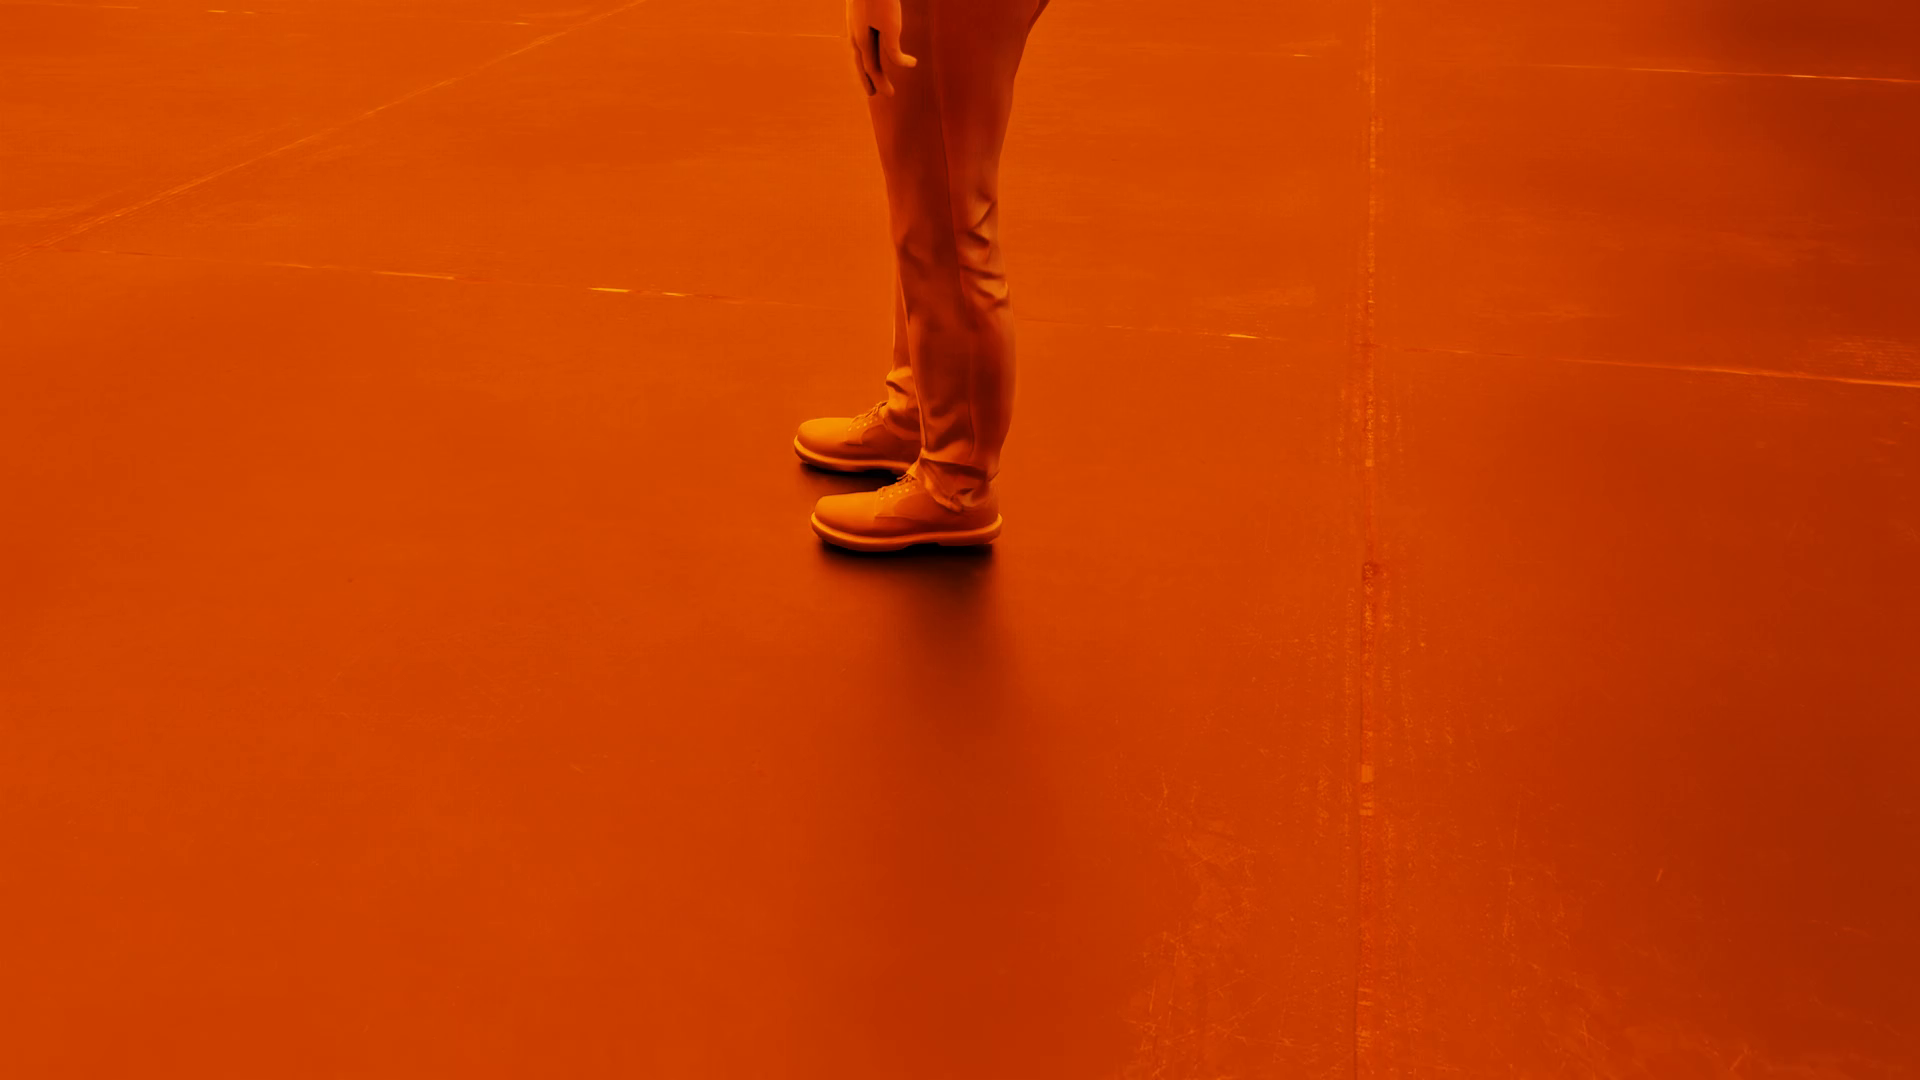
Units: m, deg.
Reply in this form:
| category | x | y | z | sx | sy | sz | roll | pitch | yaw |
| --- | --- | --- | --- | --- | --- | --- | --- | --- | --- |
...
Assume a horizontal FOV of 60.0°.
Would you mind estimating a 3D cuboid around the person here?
| category | x | y | z | sx | sy | sz | roll | pitch | yaw |
| --- | --- | --- | --- | --- | --- | --- | --- | --- | --- |
| person | -0.065 | -0.772 | 2.134 | 0.531 | 1.695 | 0.587 | 6 | 27 | 11 |
